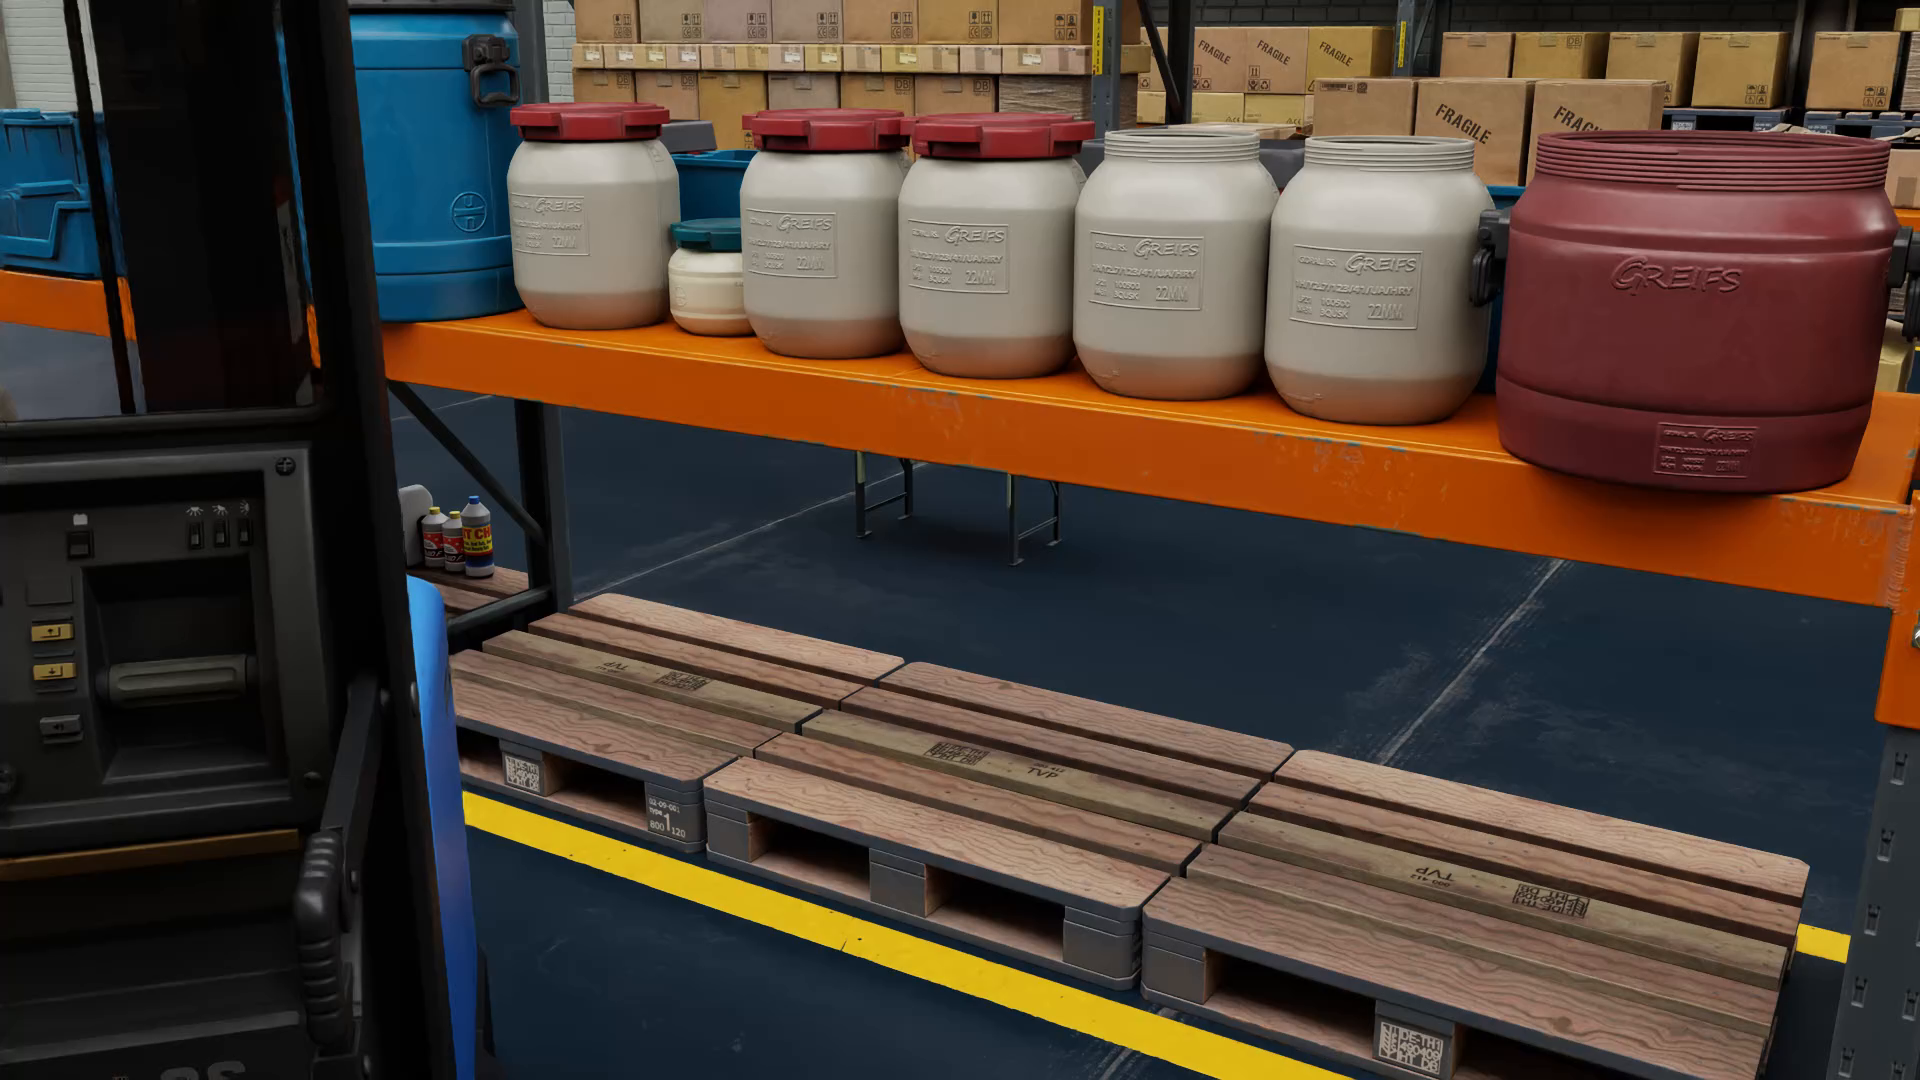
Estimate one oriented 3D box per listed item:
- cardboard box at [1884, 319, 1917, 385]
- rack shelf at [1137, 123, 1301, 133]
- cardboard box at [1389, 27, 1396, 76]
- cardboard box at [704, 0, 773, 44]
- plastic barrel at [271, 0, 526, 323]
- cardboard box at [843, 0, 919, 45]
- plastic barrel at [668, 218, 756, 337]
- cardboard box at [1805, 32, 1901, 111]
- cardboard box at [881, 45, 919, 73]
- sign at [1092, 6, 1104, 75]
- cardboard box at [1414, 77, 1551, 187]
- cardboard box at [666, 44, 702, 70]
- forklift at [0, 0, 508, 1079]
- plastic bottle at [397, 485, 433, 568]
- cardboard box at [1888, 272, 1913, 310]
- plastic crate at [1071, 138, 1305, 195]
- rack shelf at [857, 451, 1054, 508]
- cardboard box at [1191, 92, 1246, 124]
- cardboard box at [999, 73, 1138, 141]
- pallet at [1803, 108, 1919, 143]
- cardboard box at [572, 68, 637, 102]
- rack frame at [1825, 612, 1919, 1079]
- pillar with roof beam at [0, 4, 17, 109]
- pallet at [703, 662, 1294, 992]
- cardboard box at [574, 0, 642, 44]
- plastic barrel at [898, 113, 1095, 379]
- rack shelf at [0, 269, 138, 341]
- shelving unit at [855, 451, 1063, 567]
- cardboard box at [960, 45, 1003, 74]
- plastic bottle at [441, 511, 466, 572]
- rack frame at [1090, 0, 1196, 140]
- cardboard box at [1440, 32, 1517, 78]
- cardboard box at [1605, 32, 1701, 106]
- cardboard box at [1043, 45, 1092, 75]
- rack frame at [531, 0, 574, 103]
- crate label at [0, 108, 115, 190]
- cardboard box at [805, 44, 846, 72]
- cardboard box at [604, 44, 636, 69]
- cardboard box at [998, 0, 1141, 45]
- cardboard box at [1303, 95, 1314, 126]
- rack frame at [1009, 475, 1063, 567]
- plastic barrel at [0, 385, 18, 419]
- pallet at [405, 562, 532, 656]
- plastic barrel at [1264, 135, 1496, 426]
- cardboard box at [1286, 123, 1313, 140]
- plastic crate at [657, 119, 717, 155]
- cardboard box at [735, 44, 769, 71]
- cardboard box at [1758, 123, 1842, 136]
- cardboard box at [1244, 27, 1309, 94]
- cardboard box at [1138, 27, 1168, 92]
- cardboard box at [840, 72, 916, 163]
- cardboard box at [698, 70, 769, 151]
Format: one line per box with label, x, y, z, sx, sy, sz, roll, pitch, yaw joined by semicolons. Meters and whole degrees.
cardboard box;4.094;-0.879;7.657;0.500;0.311;0.500;11;20;32
rack shelf;1.863;-3.369;14.048;4.000;0.370;1.077;10;20;30
cardboard box;3.277;-3.828;13.257;0.500;0.500;0.500;10;19;29
cardboard box;-1.113;-3.221;9.920;0.500;0.500;0.700;10;20;30
plastic barrel;-1.446;-1.061;4.351;0.708;0.901;0.600;10;20;30
cardboard box;-0.261;-3.069;9.418;0.500;0.500;0.700;10;20;30
plastic barrel;-0.569;-0.649;4.096;0.301;0.262;0.301;0;17;0
cardboard box;6.080;-3.206;11.345;0.500;0.500;0.700;8;19;25
cardboard box;-0.231;-2.683;9.265;0.250;0.149;0.380;10;20;30
sign;0.689;-2.496;8.310;0.005;0.325;0.100;10;20;30
cardboard box;2.500;-1.952;7.974;0.500;0.500;0.500;10;20;30
cardboard box;-1.556;-2.918;10.039;0.250;0.149;0.380;10;19;29
forklift;-1.064;0.124;1.431;1.130;2.935;3.031;-4;17;-14
plastic bottle;-1.949;-0.062;5.853;0.135;0.276;0.152;11;20;32
cardboard box;6.335;-1.911;11.556;0.500;0.500;0.700;10;20;31
plastic crate;0.575;-0.699;3.911;0.583;0.464;0.402;10;20;30
rack shelf;-0.006;-0.407;6.761;0.720;0.370;0.431;10;20;30
cardboard box;2.149;-3.494;13.446;0.500;0.250;0.500;10;20;30
cardboard box;0.597;-2.295;9.104;0.500;0.500;0.700;10;19;29
pallet;6.313;-2.790;11.237;1.003;0.211;1.213;10;20;30
cardboard box;-2.039;-2.763;10.645;0.500;0.500;0.700;10;20;30
rack frame;1.791;-0.347;2.861;0.127;3.000;1.000;10;20;30
pillar with roof beam;-16.383;-8.667;19.931;0.400;9.000;9.100;10;20;30
pallet;0.116;0.674;4.298;1.213;0.211;1.003;10;20;30
cardboard box;-1.994;-3.376;10.430;0.500;0.500;0.700;10;20;30
plastic barrel;0.077;-0.643;3.603;0.433;0.535;0.433;0;17;0
rack shelf;-3.321;-0.915;5.970;4.000;0.370;1.077;10;20;30
shelving unit;-0.006;-0.719;6.667;0.755;1.500;0.431;10;20;30
cardboard box;0.200;-2.605;9.008;0.250;0.149;0.380;9;19;28
plastic bottle;-1.746;0.001;5.775;0.097;0.201;0.097;0;17;0
rack frame;0.978;-2.181;8.901;0.127;3.000;1.000;10;20;30
cardboard box;3.984;-3.581;12.581;0.500;0.500;0.700;10;20;30
cardboard box;5.033;-3.402;11.991;0.500;0.500;0.700;13;21;38
cardboard box;0.635;-2.528;8.754;0.250;0.149;0.380;10;20;30
rack frame;-2.430;-2.790;10.904;0.127;3.000;1.000;10;20;30
crate label;-3.316;-1.367;6.161;0.616;0.435;0.502;10;20;30
cardboard box;-0.674;-2.761;9.521;0.250;0.149;0.380;11;20;32
cardboard box;-1.982;-2.995;10.293;0.250;0.149;0.380;10;19;29
cardboard box;0.597;-2.916;8.915;0.500;0.500;0.700;10;20;30
cardboard box;3.006;-3.343;12.951;0.500;0.250;0.500;10;20;30
rack frame;0.306;-0.663;6.483;0.023;1.500;0.400;10;20;30
plastic barrel;-3.998;-0.417;6.650;0.421;0.512;0.421;0;17;0
pallet;-2.168;0.267;5.640;1.213;0.211;1.003;10;20;30
plastic barrel;0.803;-0.504;3.186;0.421;0.512;0.421;0;17;0
cardboard box;1.824;-2.029;8.630;0.258;0.266;0.396;10;19;29
plastic crate;-1.044;-0.988;4.862;0.583;0.464;0.402;10;20;30
cardboard box;-1.110;-2.839;9.780;0.250;0.149;0.380;10;19;29
cardboard box;3.726;-1.714;7.517;0.500;0.311;0.500;10;19;29
cardboard box;2.575;-3.775;13.082;0.500;0.500;0.500;10;20;30
cardboard box;1.708;-3.933;13.602;0.500;0.500;0.500;11;20;32
cardboard box;-0.281;-2.451;9.617;0.500;0.500;0.700;10;20;31
cardboard box;-1.169;-2.608;10.133;0.500;0.500;0.700;10;20;30
